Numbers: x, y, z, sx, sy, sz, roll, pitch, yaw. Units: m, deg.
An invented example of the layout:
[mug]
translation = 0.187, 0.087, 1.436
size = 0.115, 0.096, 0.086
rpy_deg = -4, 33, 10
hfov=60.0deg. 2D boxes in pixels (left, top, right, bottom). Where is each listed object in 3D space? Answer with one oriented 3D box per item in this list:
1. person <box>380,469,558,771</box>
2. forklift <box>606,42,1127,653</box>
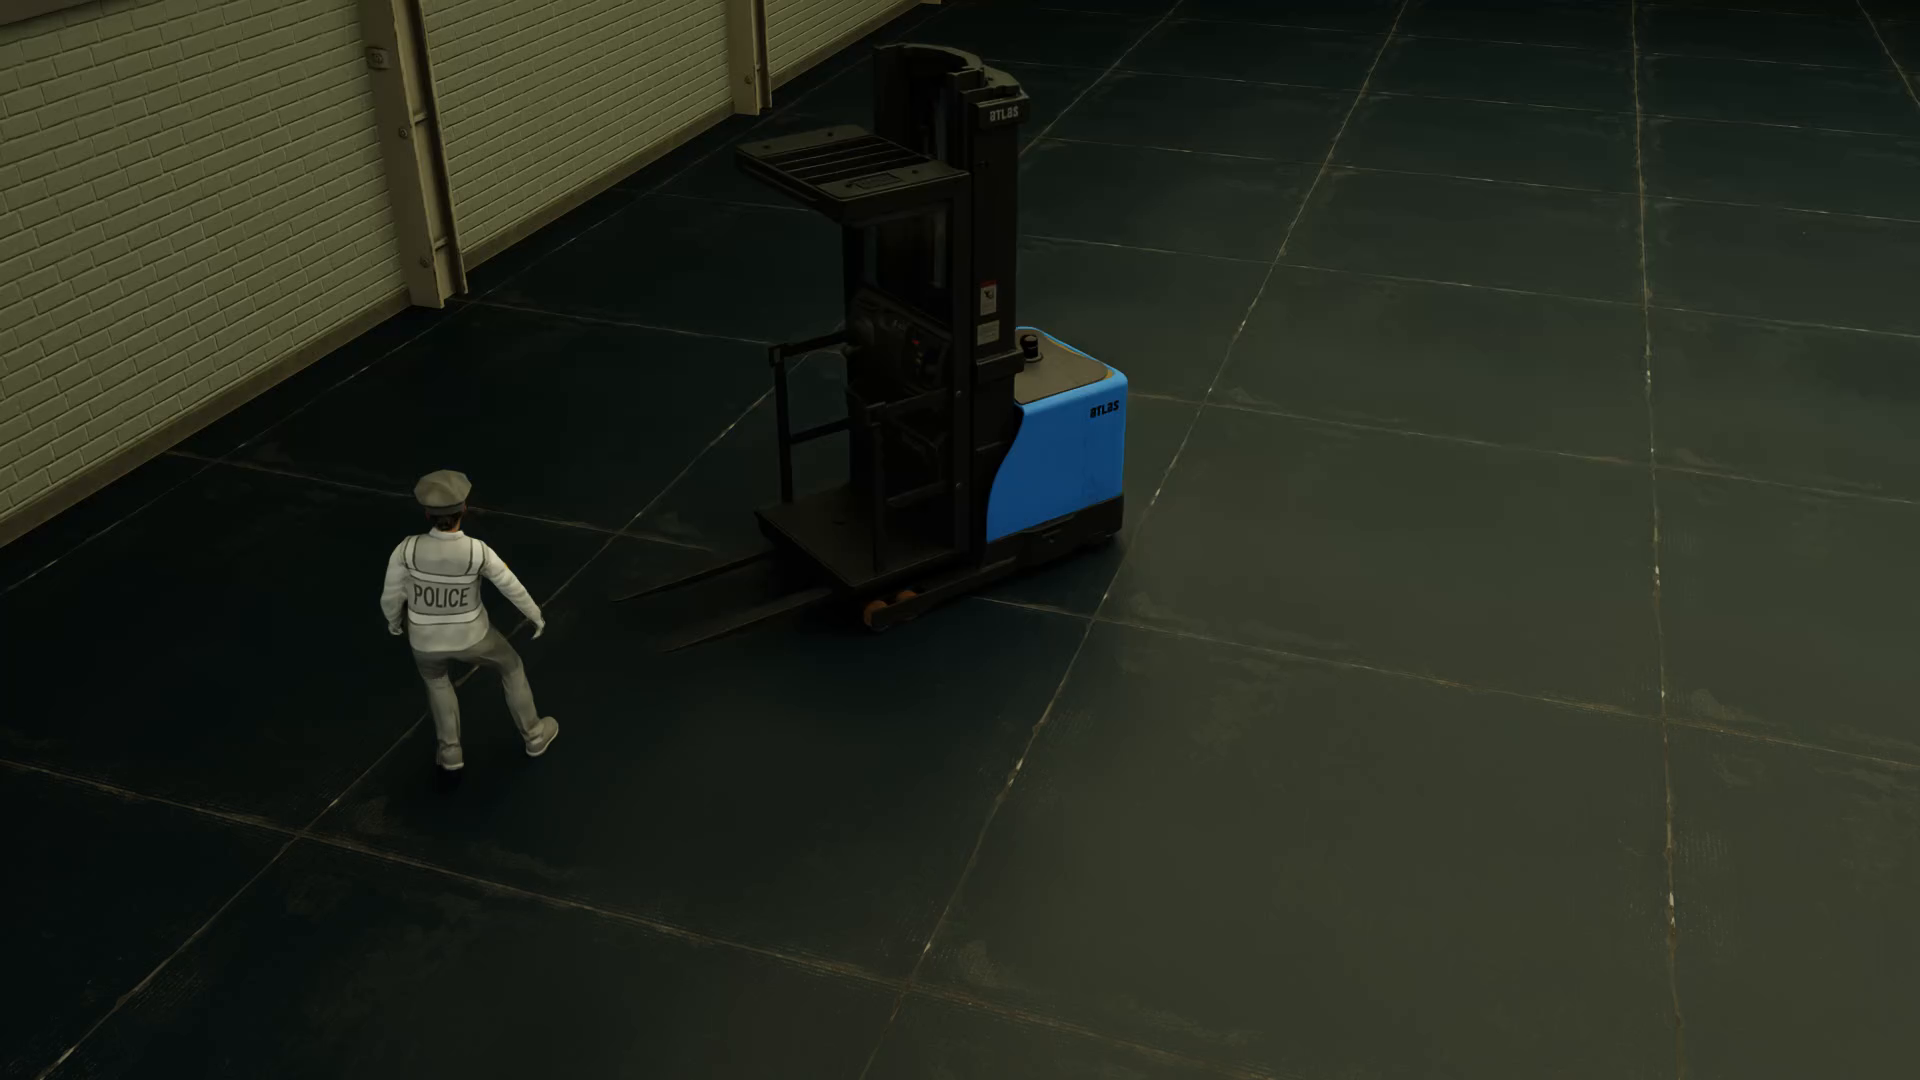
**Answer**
[person]
translation = -2.324, 0.384, 7.809
size = 0.708, 1.588, 0.480
rpy_deg = -5, 30, -9
[forklift]
translation = -0.511, -1.066, 9.007
size = 3.031, 2.935, 1.130
rpy_deg = -19, 35, -30
